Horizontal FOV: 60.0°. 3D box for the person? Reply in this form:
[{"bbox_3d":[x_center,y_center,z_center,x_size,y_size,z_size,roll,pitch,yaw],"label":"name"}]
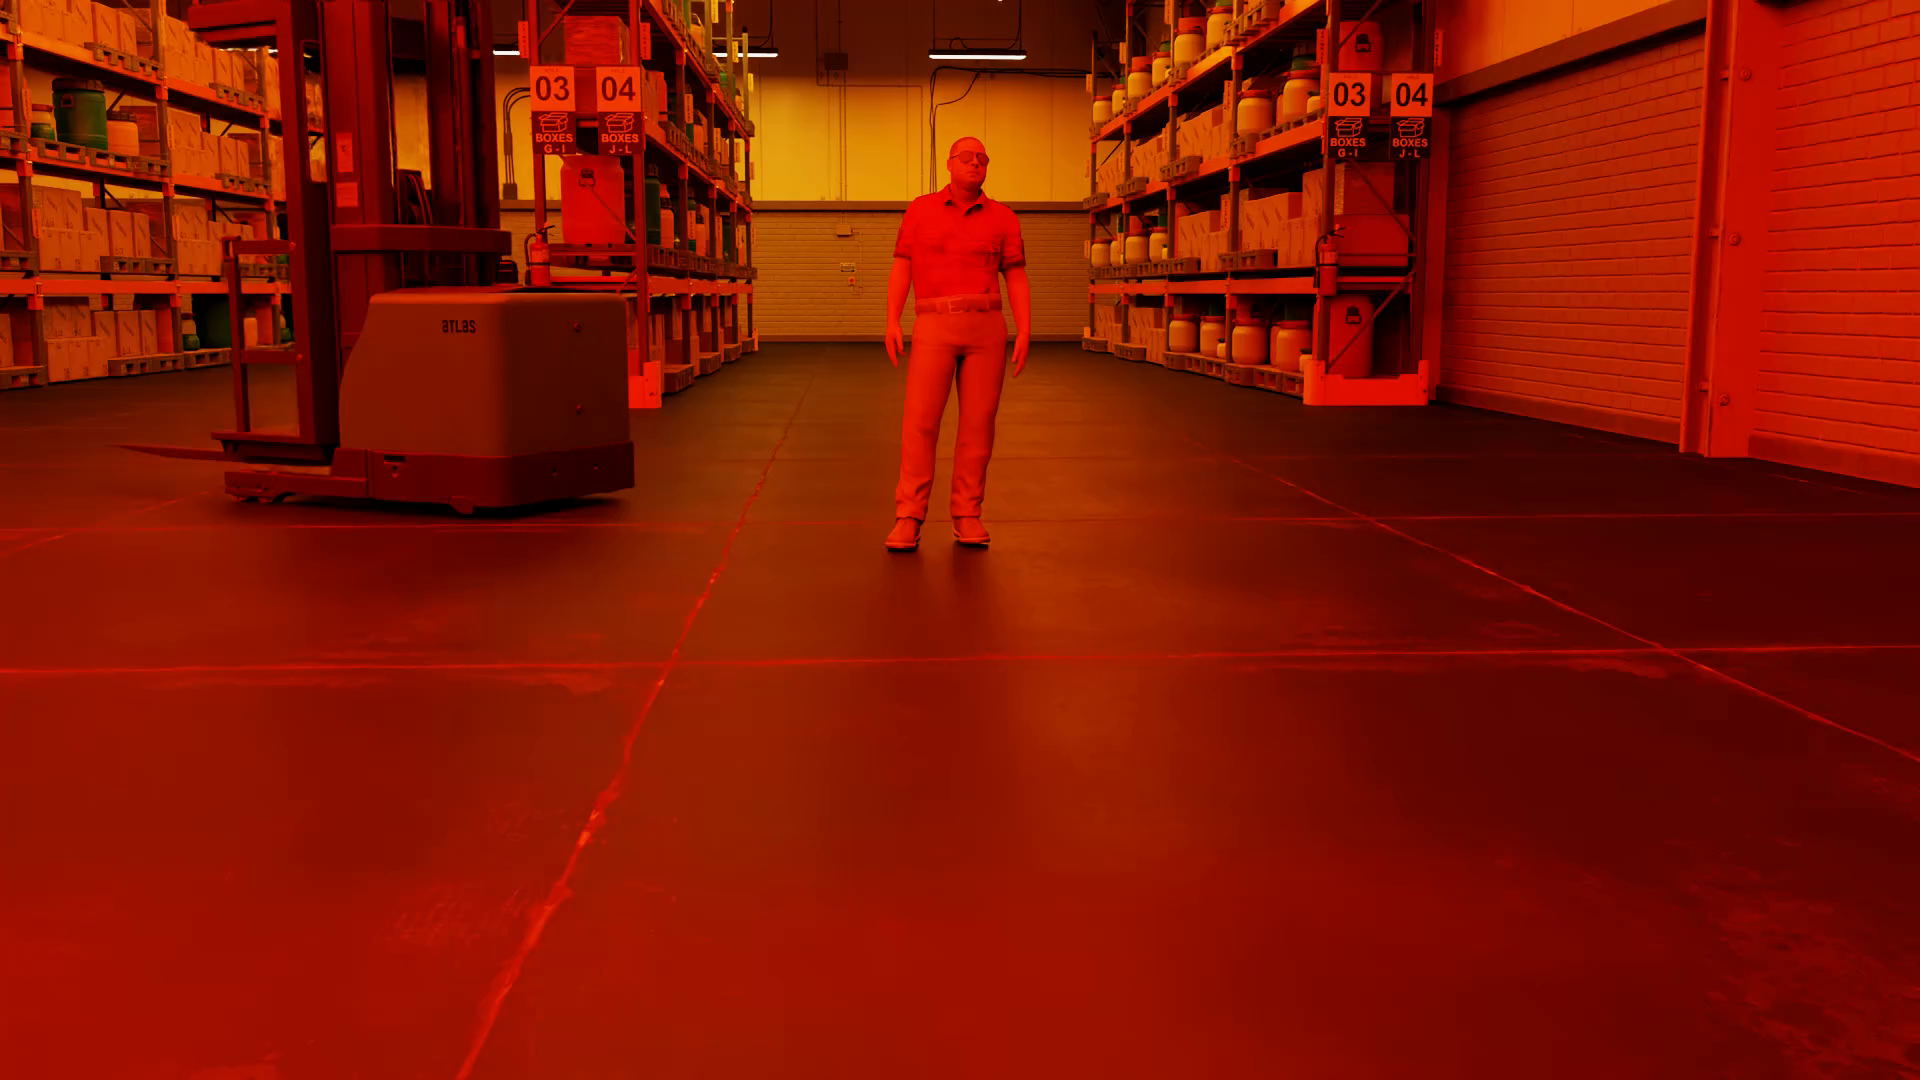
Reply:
[{"bbox_3d":[-0.007,-0.849,7.093,0.640,1.727,0.551,-1,8,-4],"label":"person"}]

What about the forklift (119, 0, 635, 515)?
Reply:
[{"bbox_3d":[-3.249,-1.699,8.774,3.031,2.935,1.130,4,10,28],"label":"forklift"}]
